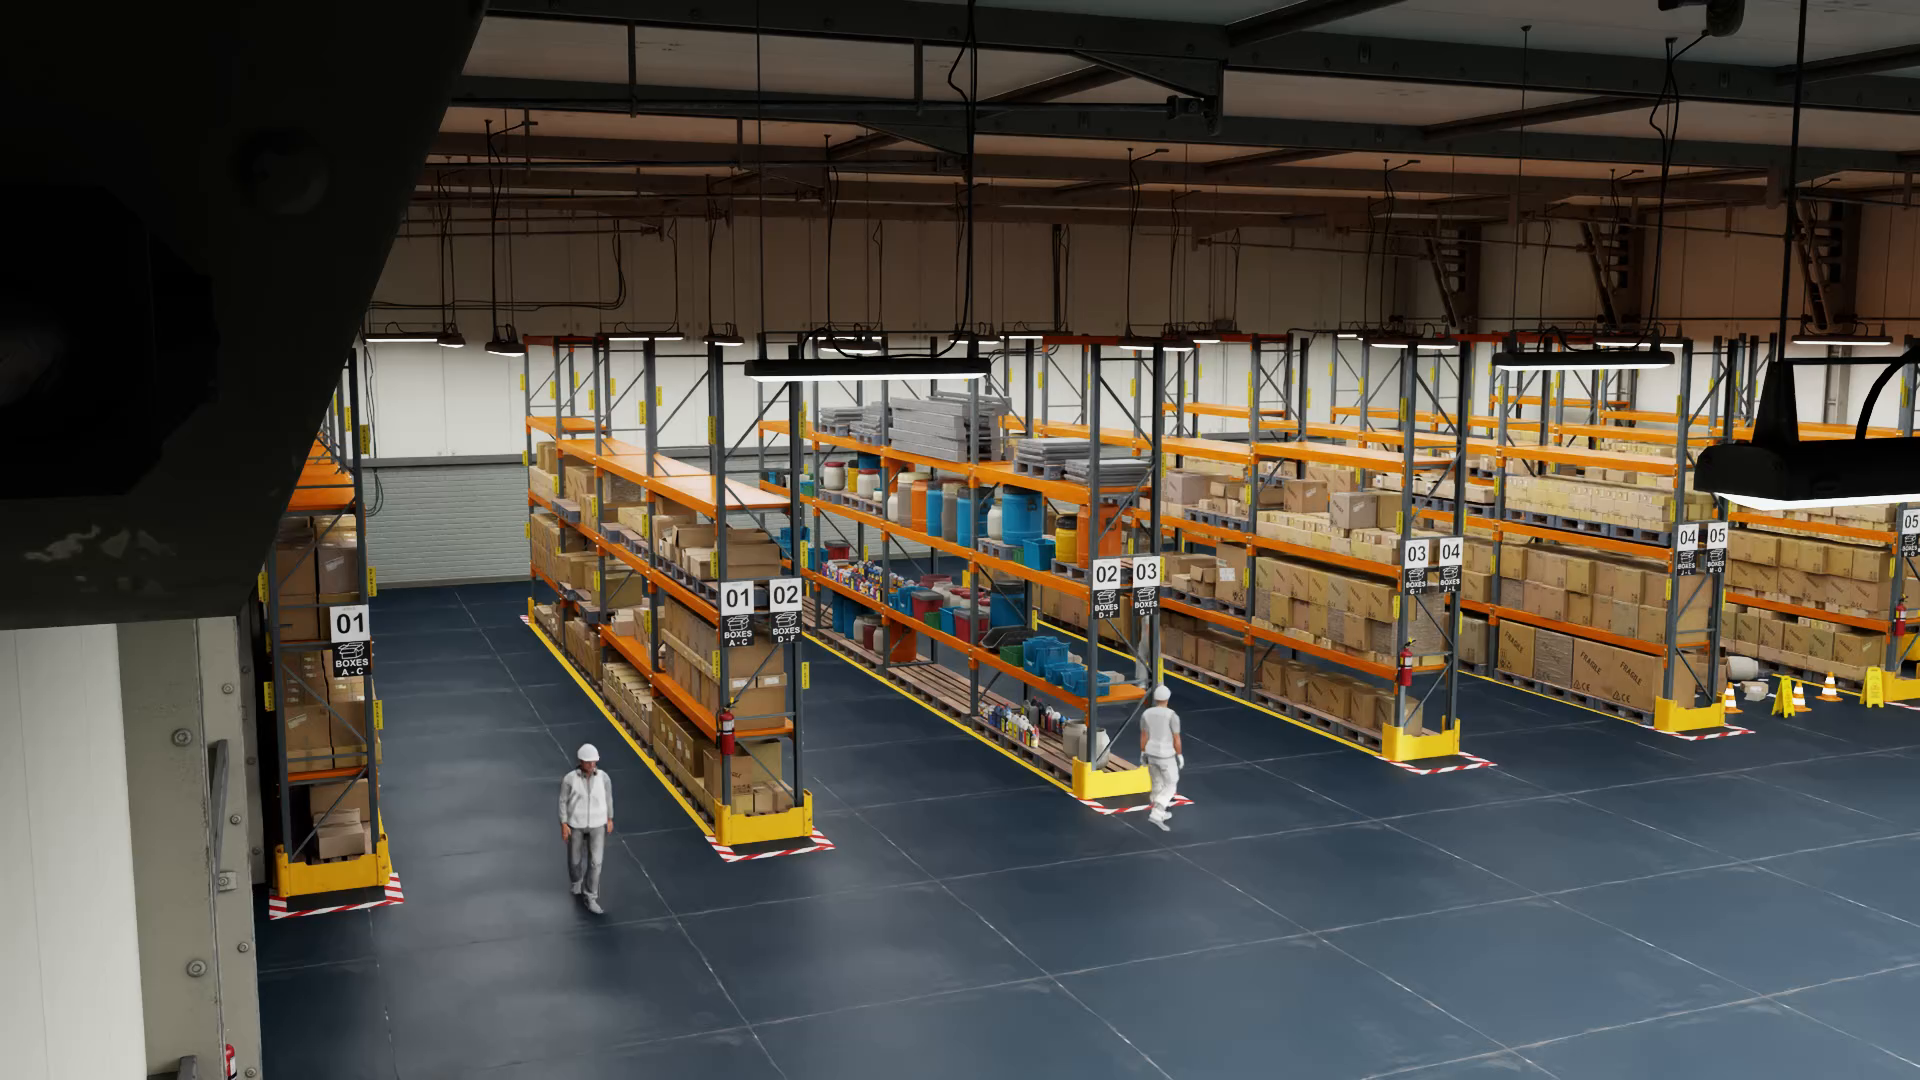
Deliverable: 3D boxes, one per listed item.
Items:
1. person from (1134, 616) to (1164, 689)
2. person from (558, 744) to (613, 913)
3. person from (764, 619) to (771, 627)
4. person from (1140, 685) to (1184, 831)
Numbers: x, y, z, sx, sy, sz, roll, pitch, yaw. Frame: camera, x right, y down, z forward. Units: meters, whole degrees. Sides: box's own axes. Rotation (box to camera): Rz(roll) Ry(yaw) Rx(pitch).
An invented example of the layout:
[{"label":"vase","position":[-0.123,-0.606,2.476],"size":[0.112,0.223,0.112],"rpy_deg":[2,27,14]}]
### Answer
[{"label":"person","position":[3.252,1.772,28.309],"size":[0.444,1.696,0.683],"rpy_deg":[-5,9,-35]},{"label":"person","position":[-4.038,3.095,18.027],"size":[0.610,1.765,0.753],"rpy_deg":[-3,8,-24]},{"label":"person","position":[-3.909,1.004,33.536],"size":[0.530,1.734,1.133],"rpy_deg":[1,8,7]},{"label":"person","position":[2.509,2.702,20.757],"size":[0.562,1.788,0.747],"rpy_deg":[7,10,43]}]
